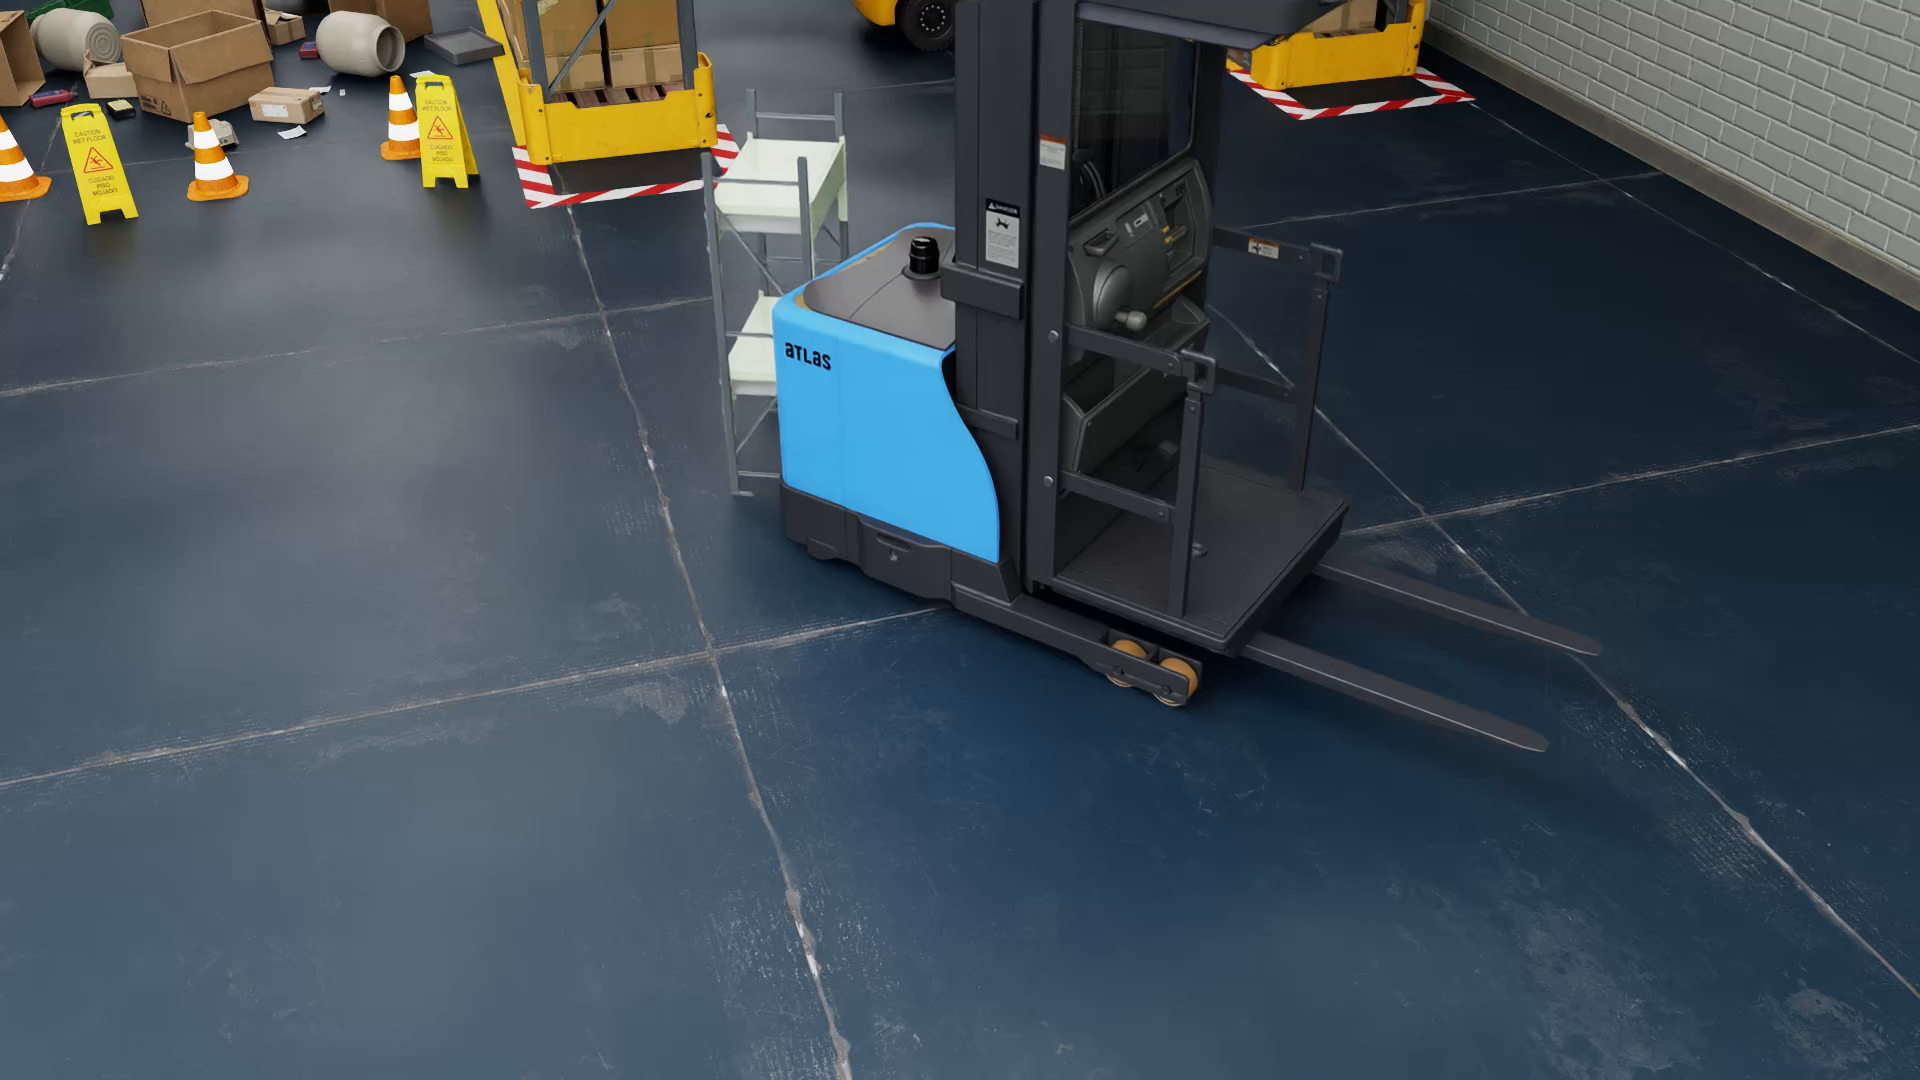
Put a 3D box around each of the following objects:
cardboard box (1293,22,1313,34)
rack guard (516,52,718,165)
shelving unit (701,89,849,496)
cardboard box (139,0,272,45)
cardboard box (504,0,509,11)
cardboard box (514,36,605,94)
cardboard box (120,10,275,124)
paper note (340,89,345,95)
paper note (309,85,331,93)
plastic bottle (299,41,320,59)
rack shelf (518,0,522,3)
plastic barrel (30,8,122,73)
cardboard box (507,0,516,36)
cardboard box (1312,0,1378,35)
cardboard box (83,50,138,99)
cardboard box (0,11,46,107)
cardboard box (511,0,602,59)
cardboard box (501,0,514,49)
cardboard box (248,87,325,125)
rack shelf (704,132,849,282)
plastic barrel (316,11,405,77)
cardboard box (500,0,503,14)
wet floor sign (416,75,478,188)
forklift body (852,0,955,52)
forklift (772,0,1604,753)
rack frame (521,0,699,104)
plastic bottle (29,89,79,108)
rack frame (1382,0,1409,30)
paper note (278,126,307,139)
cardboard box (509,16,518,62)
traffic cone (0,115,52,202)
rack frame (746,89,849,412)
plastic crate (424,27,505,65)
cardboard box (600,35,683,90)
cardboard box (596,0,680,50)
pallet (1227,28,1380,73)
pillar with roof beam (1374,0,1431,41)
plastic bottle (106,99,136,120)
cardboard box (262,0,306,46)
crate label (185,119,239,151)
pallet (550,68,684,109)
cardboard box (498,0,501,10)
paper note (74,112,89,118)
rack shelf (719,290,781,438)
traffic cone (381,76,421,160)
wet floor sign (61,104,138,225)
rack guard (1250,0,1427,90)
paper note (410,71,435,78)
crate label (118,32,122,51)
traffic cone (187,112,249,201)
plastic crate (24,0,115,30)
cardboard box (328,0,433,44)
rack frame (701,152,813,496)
[{"bbox_3d":[2.175,-3.758,11.830,0.500,0.250,0.500,-10,35,-14],"label":"cardboard box"},{"bbox_3d":[-2.130,-2.697,10.378,1.175,0.500,0.348,-10,35,-15],"label":"rack guard"},{"bbox_3d":[-0.724,-1.009,6.916,0.431,1.500,0.755,4,34,6],"label":"shelving unit"},{"bbox_3d":[-5.347,-3.701,11.771,0.797,0.637,0.503,-10,35,-15],"label":"cardboard box"},{"bbox_3d":[-2.909,-3.957,11.451,0.500,0.500,0.500,-11,35,-16],"label":"cardboard box"},{"bbox_3d":[-2.617,-3.120,10.864,0.500,0.250,0.500,-10,35,-15],"label":"cardboard box"},{"bbox_3d":[-5.054,-3.155,11.068,0.637,0.503,0.797,19,38,26],"label":"cardboard box"},{"bbox_3d":[-4.225,-3.063,11.376,0.032,0.001,0.123,-10,35,-15],"label":"paper note"},{"bbox_3d":[-4.407,-3.089,11.408,0.148,0.019,0.142,1,33,2],"label":"paper note"},{"bbox_3d":[-4.719,-3.581,12.114,0.133,0.061,0.283,-4,34,-6],"label":"plastic bottle"},{"bbox_3d":[-2.717,-4.450,11.416,1.077,0.370,4.000,-10,35,-15],"label":"rack shelf"},{"bbox_3d":[-6.203,-3.502,11.666,0.512,0.421,0.421,13,36,18],"label":"plastic barrel"},{"bbox_3d":[-2.762,-3.691,11.048,0.500,0.500,0.500,-9,34,-13],"label":"cardboard box"},{"bbox_3d":[2.656,-3.855,11.977,0.500,0.250,0.500,-10,35,-15],"label":"cardboard box"},{"bbox_3d":[-5.732,-3.181,11.323,0.396,0.266,0.258,-4,34,-6],"label":"cardboard box"},{"bbox_3d":[-6.559,-3.230,11.183,0.500,0.500,0.500,-4,34,-6],"label":"cardboard box"},{"bbox_3d":[-2.599,-3.418,10.634,0.500,0.500,0.500,-10,35,-14],"label":"cardboard box"},{"bbox_3d":[-2.925,-3.654,11.672,0.500,0.250,0.500,-11,35,-16],"label":"cardboard box"},{"bbox_3d":[-4.430,-2.859,10.941,0.380,0.149,0.250,7,34,10],"label":"cardboard box"},{"bbox_3d":[-0.724,-1.335,6.701,0.431,0.370,0.720,4,34,6],"label":"rack shelf"},{"bbox_3d":[-4.179,-3.455,11.595,0.512,0.421,0.421,13,36,18],"label":"plastic barrel"},{"bbox_3d":[-3.066,-3.916,12.069,0.500,0.250,0.500,-10,35,-15],"label":"cardboard box"},{"bbox_3d":[-3.068,-2.438,9.854,0.267,0.644,0.232,1,33,2],"label":"wet floor sign"},{"bbox_3d":[0.303,-4.871,12.171,2.313,2.155,1.214,-10,35,-15],"label":"forklift body"},{"bbox_3d":[0.795,-0.973,5.563,3.031,2.935,1.130,20,38,28],"label":"forklift"},{"bbox_3d":[-2.107,-3.700,9.628,1.000,3.000,0.127,-10,35,-15],"label":"rack frame"},{"bbox_3d":[-6.106,-2.983,11.208,0.283,0.061,0.133,-23,40,-31],"label":"plastic bottle"},{"bbox_3d":[2.619,-4.537,10.895,1.000,3.000,0.127,-10,35,-15],"label":"rack frame"},{"bbox_3d":[-4.291,-2.623,10.691,0.148,0.019,0.142,-23,40,-31],"label":"paper note"},{"bbox_3d":[-2.760,-3.380,11.258,0.500,0.250,0.500,-10,35,-15],"label":"cardboard box"},{"bbox_3d":[-5.600,-2.274,9.771,0.336,0.463,0.334,-10,35,-15],"label":"traffic cone"},{"bbox_3d":[-0.678,-1.209,7.219,0.400,1.500,0.023,4,34,6],"label":"rack frame"},{"bbox_3d":[-3.629,-3.620,12.155,0.402,0.080,0.583,-23,40,-31],"label":"plastic crate"},{"bbox_3d":[-2.089,-3.198,10.982,0.500,0.250,0.500,-10,35,-15],"label":"cardboard box"},{"bbox_3d":[-2.097,-3.523,10.794,0.500,0.500,0.500,-11,35,-16],"label":"cardboard box"},{"bbox_3d":[2.346,-3.768,12.260,1.003,0.211,1.213,-10,35,-15],"label":"pallet"},{"bbox_3d":[-0.835,-6.833,8.928,9.100,9.000,0.400,-10,35,-15],"label":"pillar with roof beam"},{"bbox_3d":[-5.577,-2.865,11.030,0.133,0.061,0.283,-23,40,-31],"label":"plastic bottle"},{"bbox_3d":[-5.122,-3.871,12.367,0.396,0.266,0.258,19,38,26],"label":"cardboard box"},{"bbox_3d":[-4.719,-2.552,10.487,0.298,0.136,0.250,27,42,34],"label":"crate label"},{"bbox_3d":[-2.344,-3.009,11.112,1.003,0.211,1.213,-10,35,-15],"label":"pallet"},{"bbox_3d":[-3.230,-4.195,12.490,0.500,0.250,0.500,-8,34,-12],"label":"cardboard box"},{"bbox_3d":[-5.809,-2.806,10.988,0.032,0.001,0.123,7,34,10],"label":"paper note"},{"bbox_3d":[-0.724,-0.737,7.096,0.431,0.370,0.720,4,34,6],"label":"rack shelf"},{"bbox_3d":[-3.466,-2.650,10.341,0.336,0.463,0.334,-10,35,-15],"label":"traffic cone"},{"bbox_3d":[-4.896,-2.150,9.418,0.267,0.644,0.232,-16,37,-23],"label":"wet floor sign"},{"bbox_3d":[2.627,-3.481,11.565,1.175,0.500,0.348,-10,35,-15],"label":"rack guard"},{"bbox_3d":[-3.770,-3.274,11.676,0.142,0.019,0.148,-23,40,-31],"label":"paper note"},{"bbox_3d":[-6.280,-3.639,12.132,0.250,0.136,0.298,19,38,26],"label":"crate label"},{"bbox_3d":[-4.420,-2.285,9.789,0.336,0.463,0.334,-10,35,-15],"label":"traffic cone"},{"bbox_3d":[-6.710,-3.894,12.421,0.450,0.188,0.662,-2,32,16],"label":"plastic crate"},{"bbox_3d":[-4.296,-3.967,12.297,0.500,0.500,0.500,13,36,18],"label":"cardboard box"},{"bbox_3d":[-0.769,-0.809,6.613,0.400,1.500,0.023,4,34,6],"label":"rack frame"}]
